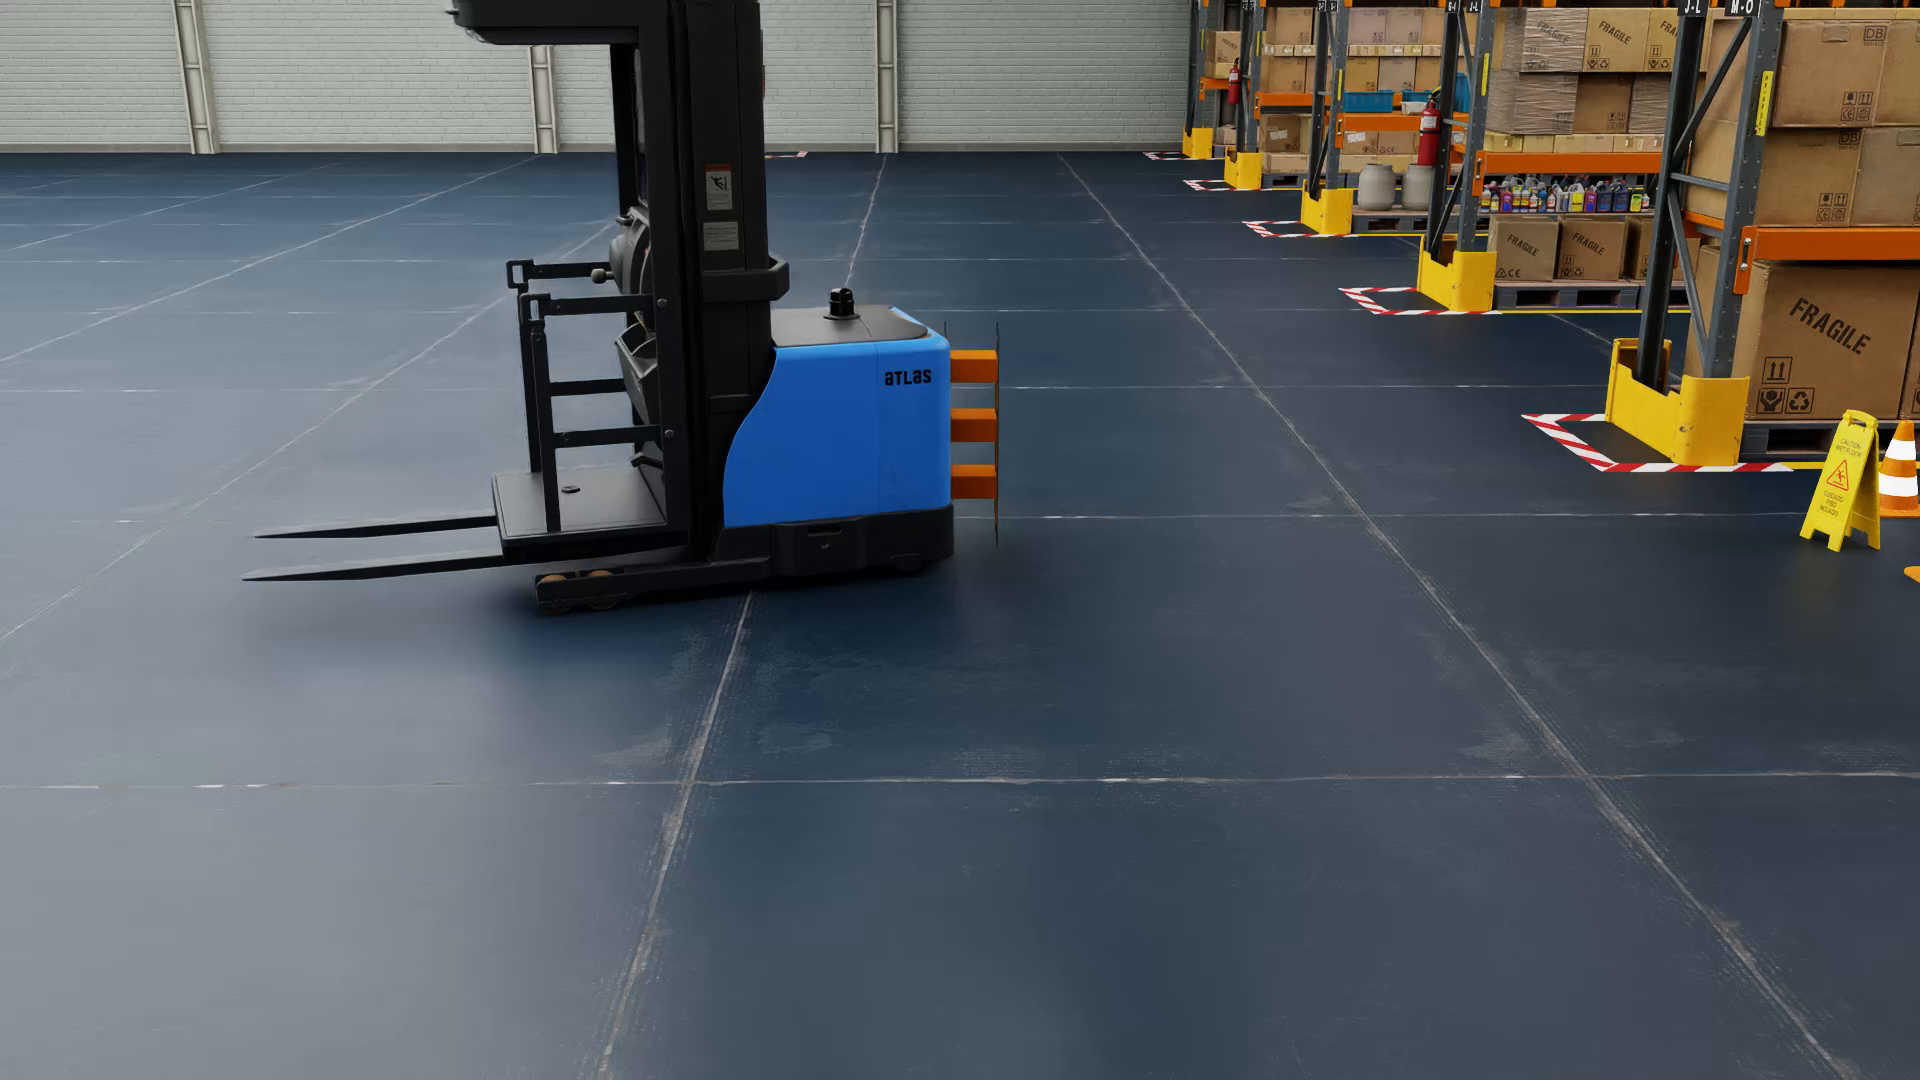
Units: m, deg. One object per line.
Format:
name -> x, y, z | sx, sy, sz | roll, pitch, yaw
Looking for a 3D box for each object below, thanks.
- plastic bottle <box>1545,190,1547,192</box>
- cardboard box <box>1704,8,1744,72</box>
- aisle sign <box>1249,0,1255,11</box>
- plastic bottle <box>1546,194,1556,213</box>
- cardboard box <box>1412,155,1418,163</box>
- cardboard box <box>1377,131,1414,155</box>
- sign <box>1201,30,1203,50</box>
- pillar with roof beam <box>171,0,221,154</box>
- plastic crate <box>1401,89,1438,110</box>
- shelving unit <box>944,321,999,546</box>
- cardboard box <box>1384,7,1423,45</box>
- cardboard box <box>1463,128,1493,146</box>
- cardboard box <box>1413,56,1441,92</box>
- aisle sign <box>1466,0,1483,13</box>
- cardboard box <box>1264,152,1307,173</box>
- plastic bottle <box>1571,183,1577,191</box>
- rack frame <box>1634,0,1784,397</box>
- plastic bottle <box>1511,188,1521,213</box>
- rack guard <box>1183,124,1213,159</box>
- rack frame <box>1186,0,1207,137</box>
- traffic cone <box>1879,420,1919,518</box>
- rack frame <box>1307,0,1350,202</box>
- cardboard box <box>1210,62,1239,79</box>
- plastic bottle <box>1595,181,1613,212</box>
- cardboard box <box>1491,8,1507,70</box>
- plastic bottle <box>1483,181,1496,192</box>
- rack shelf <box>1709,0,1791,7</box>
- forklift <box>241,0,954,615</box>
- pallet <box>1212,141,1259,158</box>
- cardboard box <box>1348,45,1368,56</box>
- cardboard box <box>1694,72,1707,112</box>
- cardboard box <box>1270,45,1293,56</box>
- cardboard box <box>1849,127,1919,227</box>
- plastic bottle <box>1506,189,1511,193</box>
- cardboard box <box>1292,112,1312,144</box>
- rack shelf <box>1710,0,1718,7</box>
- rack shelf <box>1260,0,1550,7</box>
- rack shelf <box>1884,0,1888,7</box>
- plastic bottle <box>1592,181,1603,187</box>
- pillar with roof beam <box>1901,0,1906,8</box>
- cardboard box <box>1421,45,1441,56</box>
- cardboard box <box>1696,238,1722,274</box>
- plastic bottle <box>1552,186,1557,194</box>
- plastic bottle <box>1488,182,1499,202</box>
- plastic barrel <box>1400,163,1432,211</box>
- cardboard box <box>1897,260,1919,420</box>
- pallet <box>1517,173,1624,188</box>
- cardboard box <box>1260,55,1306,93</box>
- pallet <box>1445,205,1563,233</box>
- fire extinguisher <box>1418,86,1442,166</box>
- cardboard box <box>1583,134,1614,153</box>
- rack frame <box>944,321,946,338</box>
plastic bottle -> 6.892, -4.073, 19.694 | 0.097, 0.201, 0.097 | 0, 18, 0
cardboard box -> 6.310, -4.128, 13.719 | 0.500, 0.500, 0.500 | 0, 18, -1
aisle sign -> 4.043, -7.706, 22.902 | 0.004, 0.787, 0.394 | 0, 18, -1
plastic bottle -> 6.743, -3.843, 18.978 | 0.097, 0.201, 0.097 | 0, 18, 0
cardboard box -> 6.643, -5.396, 23.773 | 0.500, 0.250, 0.500 | 0, 18, -1
cardboard box -> 6.143, -5.751, 23.650 | 0.500, 0.500, 0.500 | 0, 18, -1
sign -> 4.031, -8.321, 27.659 | 0.005, 0.325, 0.100 | 0, 18, -1
pillar with roof beam -> -13.222, -9.797, 23.857 | 0.400, 9.000, 9.100 | 0, 18, -1
plastic crate -> 5.323, -5.073, 19.195 | 0.408, 0.251, 0.499 | 0, 18, -1
shelving unit -> 0.054, -0.500, 7.888 | 0.252, 1.050, 0.215 | 0, 18, -1
cardboard box -> 6.154, -7.235, 23.403 | 0.500, 0.500, 0.700 | 0, 18, -1
cardboard box -> 4.538, -3.481, 14.399 | 0.250, 0.149, 0.380 | 0, 18, -1
cardboard box -> 6.631, -6.619, 23.606 | 0.500, 0.500, 0.700 | 0, 18, 0
aisle sign -> 4.199, -4.682, 13.477 | 0.004, 0.787, 0.394 | 0, 18, -1
cardboard box -> 4.644, -5.387, 23.744 | 0.500, 0.250, 0.500 | 0, 18, -1
plastic bottle -> 7.221, -4.064, 19.551 | 0.097, 0.271, 0.097 | 0, 18, 0
rack frame -> 4.234, -2.021, 9.436 | 0.127, 3.000, 1.000 | 0, 18, -1
plastic bottle -> 6.339, -3.874, 18.961 | 0.097, 0.271, 0.097 | 0, 18, 0
rack guard -> 4.098, -6.885, 28.691 | 0.348, 0.500, 1.175 | 0, 18, -1
rack frame -> 4.022, -8.075, 28.308 | 0.127, 3.000, 1.000 | 0, 18, -1
traffic cone -> 4.787, -0.382, 8.480 | 0.334, 0.463, 0.336 | 0, 18, -1
rack frame -> 4.178, -5.049, 18.876 | 0.127, 3.000, 1.000 | 0, 18, -1
cardboard box -> 4.515, -7.918, 28.033 | 0.500, 0.250, 0.500 | -1, 18, -2
plastic bottle -> 7.347, -3.924, 18.986 | 0.185, 0.351, 0.144 | -1, 18, -4
cardboard box -> 4.802, -4.280, 14.190 | 0.500, 0.500, 0.500 | 0, 18, -1
plastic bottle -> 6.260, -4.097, 19.647 | 0.135, 0.276, 0.152 | 0, 18, 0
rack shelf -> 6.233, -3.116, 9.118 | 4.000, 0.370, 1.077 | 0, 18, -1
forklift -> -1.604, -1.260, 7.176 | 3.031, 2.935, 1.130 | -6, 19, -17
pallet -> 4.911, -6.740, 28.714 | 1.213, 0.211, 1.003 | 0, 18, -1
cardboard box -> 5.532, -6.860, 23.296 | 0.250, 0.149, 0.380 | -1, 18, -3
cardboard box -> 6.306, -3.747, 14.166 | 0.500, 0.500, 0.875 | 0, 18, -1
cardboard box -> 4.500, -6.854, 23.278 | 0.250, 0.149, 0.380 | 0, 18, -1
cardboard box -> 5.154, -2.117, 9.491 | 0.550, 0.550, 0.875 | 0, 18, -1
plastic bottle -> 6.419, -4.024, 19.542 | 0.097, 0.201, 0.097 | 0, 18, 0
cardboard box -> 6.019, -7.061, 28.520 | 0.500, 0.500, 0.700 | -1, 18, -4
rack shelf -> 10.178, -6.164, 18.618 | 4.000, 0.370, 1.077 | 0, 18, -1
rack shelf -> 6.104, -7.657, 23.274 | 4.000, 0.370, 1.077 | 0, 18, -1
rack shelf -> 14.021, -9.209, 28.110 | 4.000, 0.370, 1.077 | 0, 18, -1
plastic bottle -> 7.529, -4.103, 19.666 | 0.135, 0.276, 0.152 | 0, 18, 1
pillar with roof beam -> 16.775, -9.942, 24.308 | 0.400, 9.000, 9.100 | 0, 18, -1
cardboard box -> 6.565, -6.865, 23.312 | 0.250, 0.149, 0.380 | 0, 18, 1
cardboard box -> 6.663, -2.543, 14.470 | 0.500, 0.500, 0.500 | -2, 18, -6
plastic bottle -> 6.859, -3.924, 19.095 | 0.133, 0.283, 0.061 | 0, 18, -1
plastic bottle -> 6.262, -4.068, 19.545 | 0.133, 0.283, 0.061 | 0, 18, -1
plastic barrel -> 5.336, -4.093, 19.282 | 0.421, 0.512, 0.421 | 0, 18, 0
cardboard box -> 5.790, -1.237, 9.785 | 0.875, 0.875, 0.875 | -1, 18, -2
pallet -> 8.839, -5.269, 24.126 | 1.213, 0.211, 1.003 | 0, 18, -1
cardboard box -> 4.571, -6.608, 23.572 | 0.500, 0.500, 0.700 | 0, 18, -1
pallet -> 6.283, -3.743, 19.370 | 1.213, 0.211, 1.003 | 0, 18, -1
fire extinguisher -> 4.135, -3.640, 14.609 | 0.183, 0.674, 0.296 | 0, 18, -1
cardboard box -> 5.295, -3.345, 13.974 | 0.250, 0.149, 0.380 | 0, 18, -1
rack frame -> -0.068, -0.500, 7.886 | 0.008, 1.050, 0.200 | 0, 18, -1
